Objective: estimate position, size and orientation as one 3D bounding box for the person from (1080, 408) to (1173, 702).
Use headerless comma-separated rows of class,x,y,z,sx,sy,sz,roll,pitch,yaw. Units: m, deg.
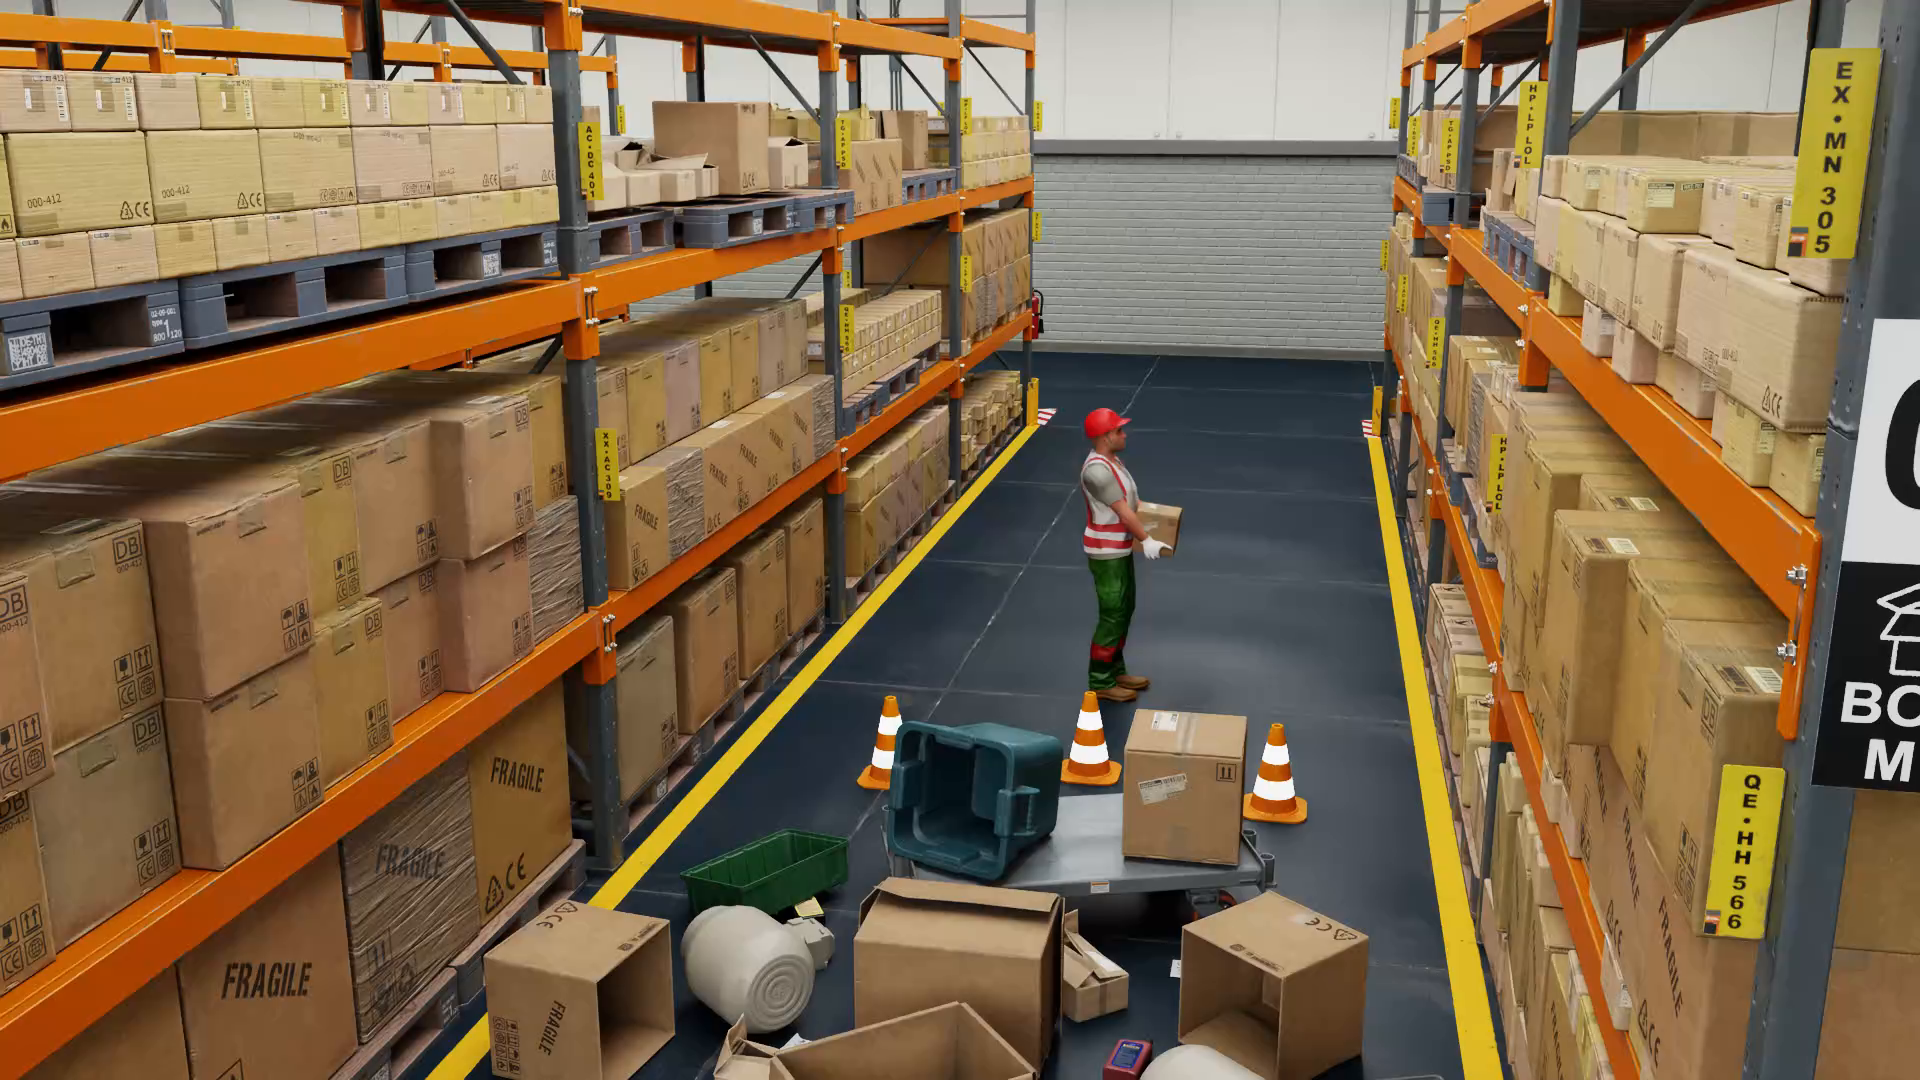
person,1.025,0.084,10.150,0.570,1.782,0.494,3,15,12
